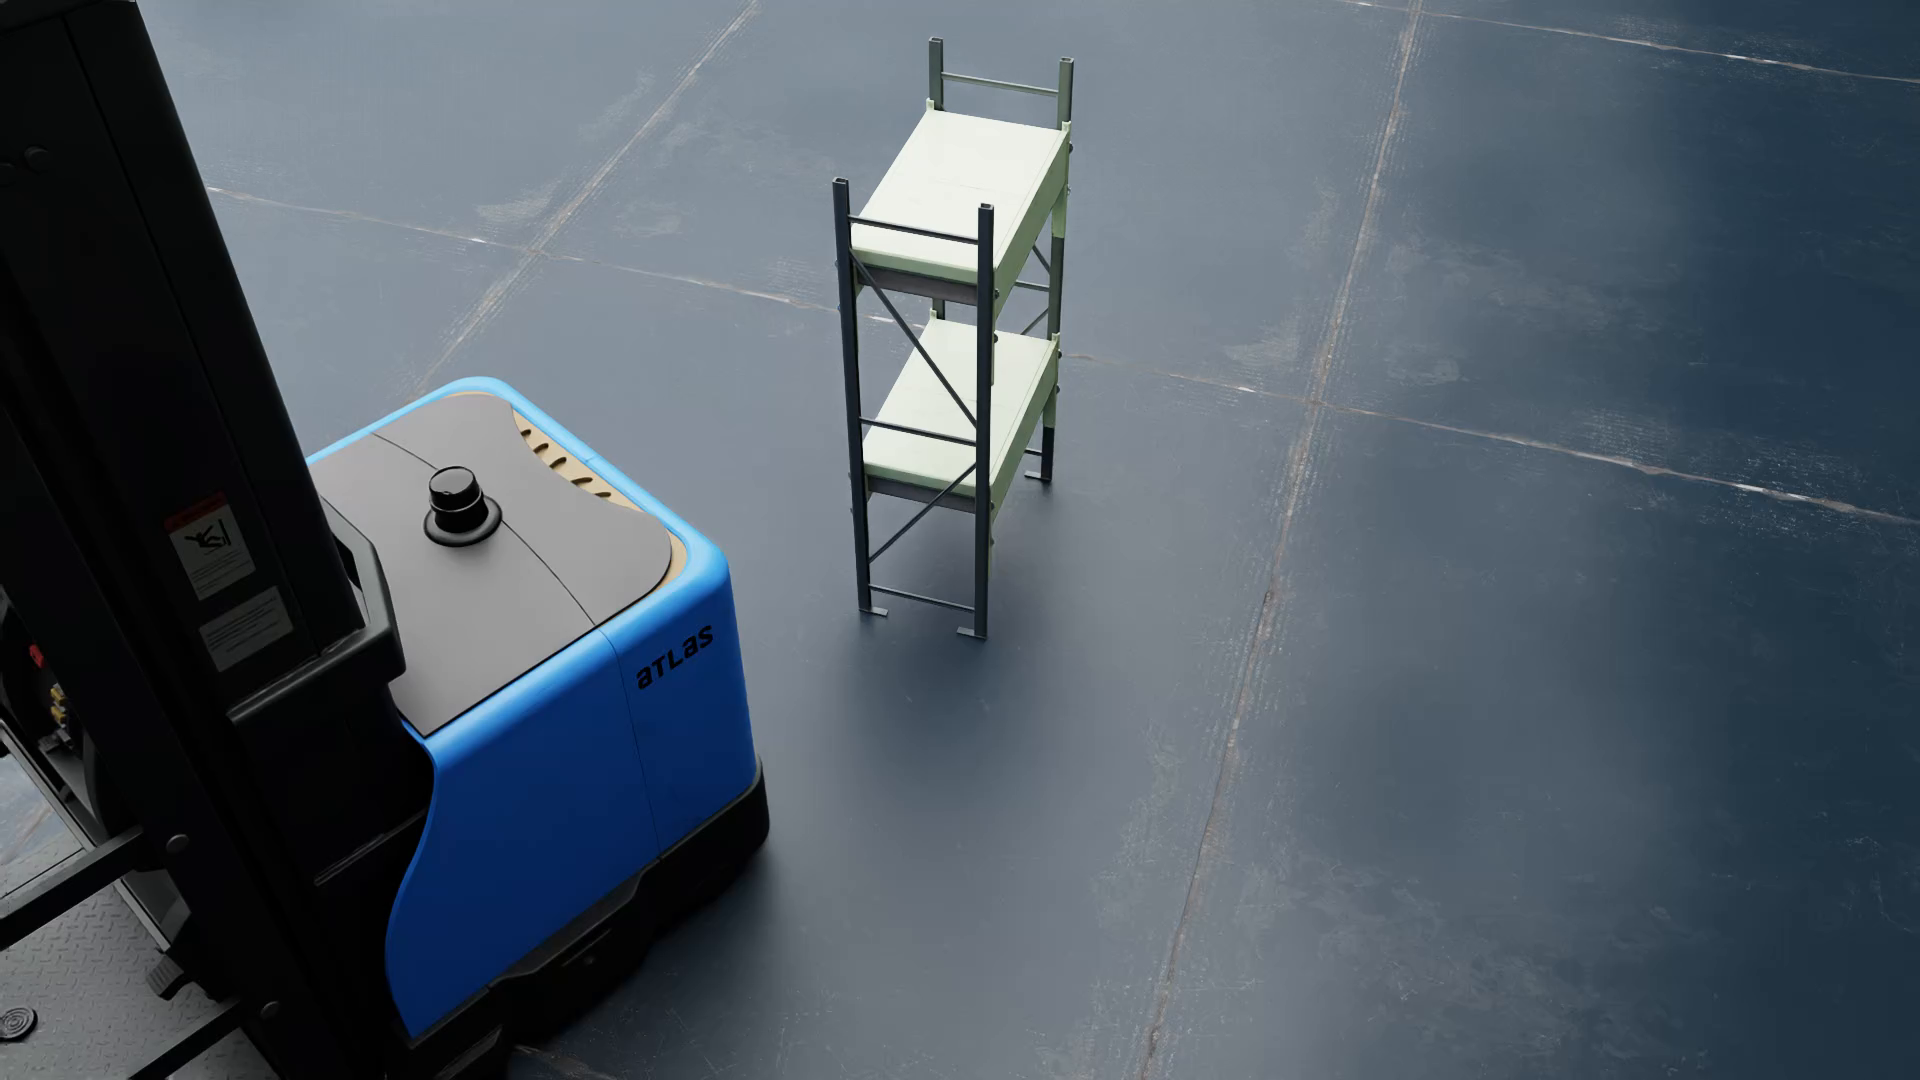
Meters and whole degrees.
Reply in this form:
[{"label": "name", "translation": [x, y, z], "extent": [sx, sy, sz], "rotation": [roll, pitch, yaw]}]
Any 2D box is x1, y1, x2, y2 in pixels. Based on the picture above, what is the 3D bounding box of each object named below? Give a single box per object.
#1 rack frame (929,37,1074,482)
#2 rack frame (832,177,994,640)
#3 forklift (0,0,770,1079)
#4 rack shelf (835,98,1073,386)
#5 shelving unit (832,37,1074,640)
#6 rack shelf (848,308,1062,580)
[{"label": "rack frame", "translation": [0.109, -0.776, 4.970], "extent": [0.400, 1.500, 0.023], "rotation": [13, 46, 12]}, {"label": "rack frame", "translation": [-0.113, -0.288, 4.472], "extent": [0.400, 1.500, 0.023], "rotation": [13, 46, 12]}, {"label": "forklift", "translation": [-1.893, 0.255, 2.894], "extent": [1.130, 2.935, 3.031], "rotation": [35, 54, 30]}, {"label": "rack shelf", "translation": [-0.002, -0.811, 4.448], "extent": [0.431, 0.370, 0.720], "rotation": [13, 46, 12]}, {"label": "shelving unit", "translation": [-0.002, -0.532, 4.721], "extent": [0.431, 1.500, 0.755], "rotation": [13, 46, 12]}, {"label": "rack shelf", "translation": [-0.002, -0.299, 4.949], "extent": [0.431, 0.370, 0.720], "rotation": [13, 46, 12]}]
